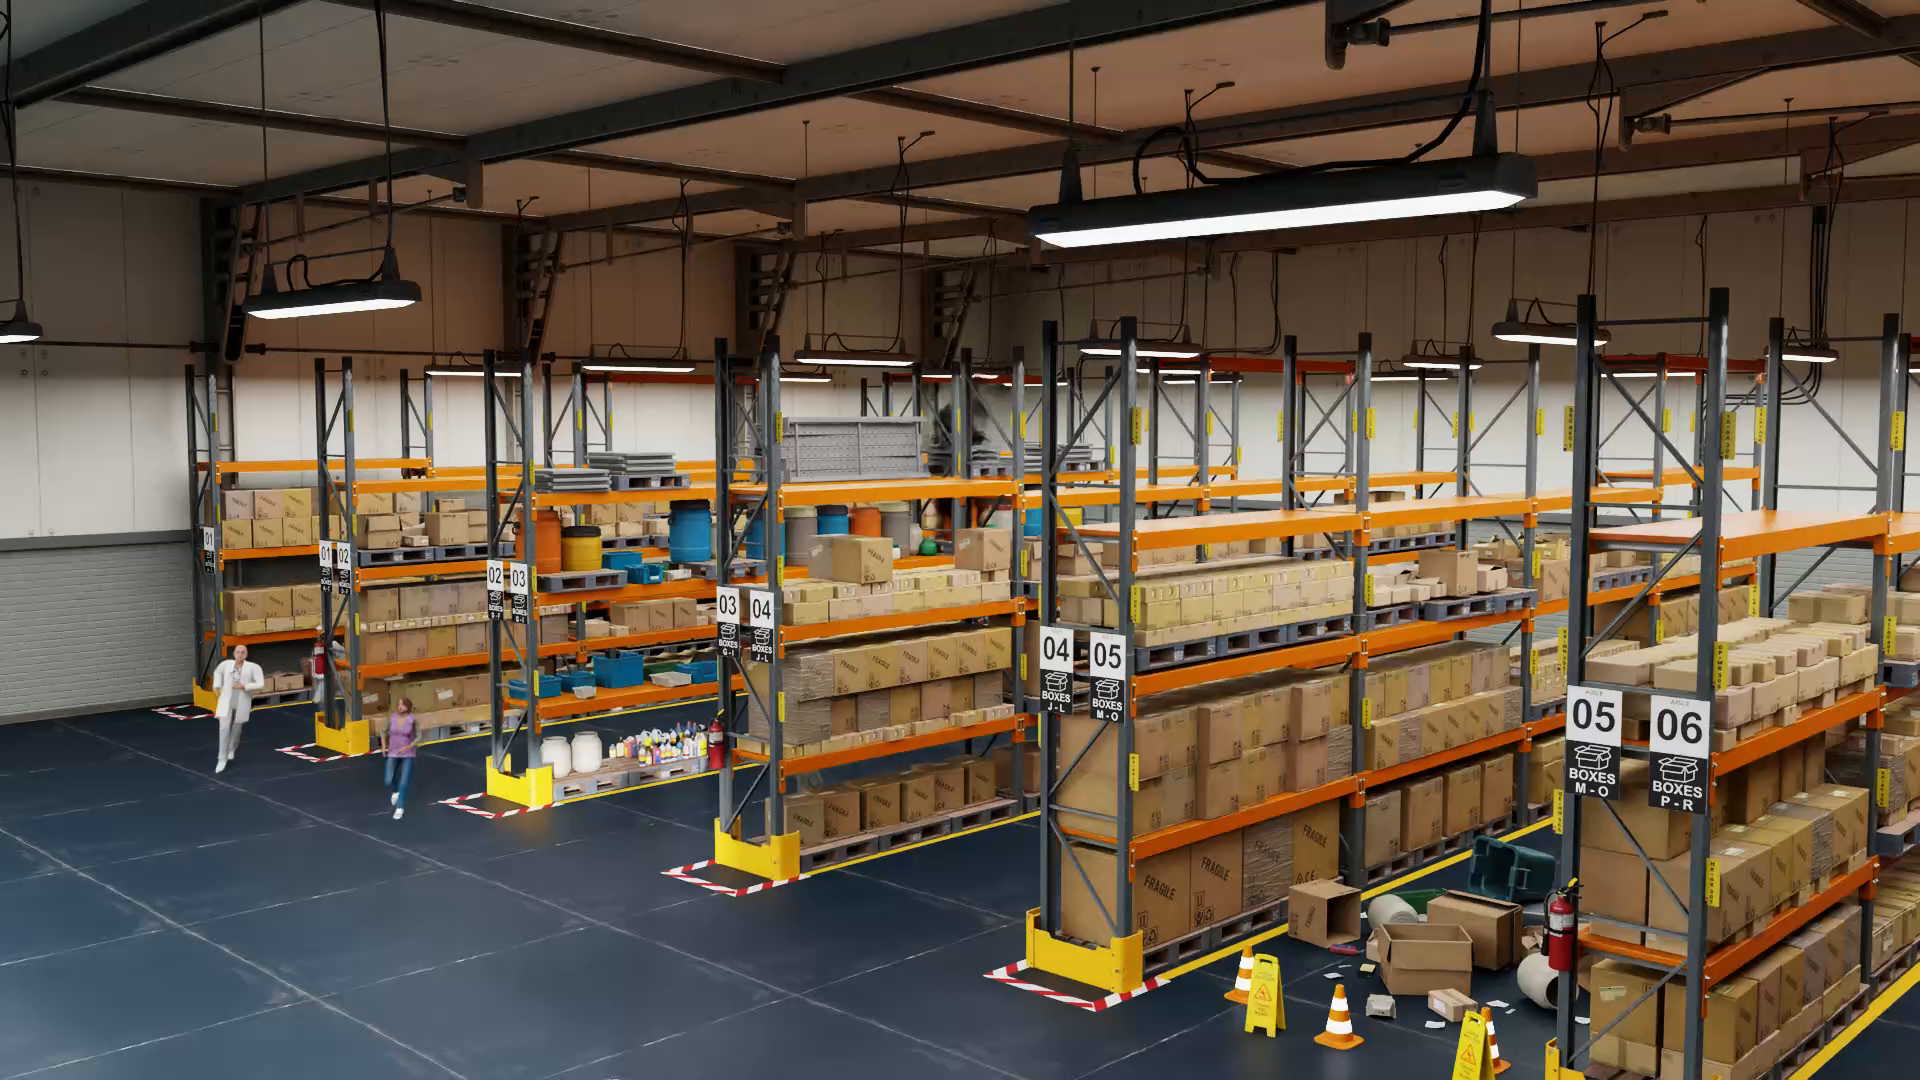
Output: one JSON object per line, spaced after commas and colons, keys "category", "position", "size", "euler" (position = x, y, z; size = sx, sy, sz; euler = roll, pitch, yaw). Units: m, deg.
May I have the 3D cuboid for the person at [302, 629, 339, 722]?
{"category": "person", "position": [-10.295, 2.206, 26.885], "size": [0.529, 1.632, 0.613], "euler": [3, 5, 34]}

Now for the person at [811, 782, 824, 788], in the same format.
{"category": "person", "position": [-2.019, 2.658, 22.009], "size": [0.608, 1.704, 0.868], "euler": [4, 6, 39]}

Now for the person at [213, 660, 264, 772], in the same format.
{"category": "person", "position": [-10.573, 2.524, 24.402], "size": [0.700, 1.599, 0.973], "euler": [-1, 5, -18]}

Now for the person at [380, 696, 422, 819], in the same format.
{"category": "person", "position": [-7.160, 2.776, 21.290], "size": [0.544, 1.555, 0.502], "euler": [-1, 4, -8]}
